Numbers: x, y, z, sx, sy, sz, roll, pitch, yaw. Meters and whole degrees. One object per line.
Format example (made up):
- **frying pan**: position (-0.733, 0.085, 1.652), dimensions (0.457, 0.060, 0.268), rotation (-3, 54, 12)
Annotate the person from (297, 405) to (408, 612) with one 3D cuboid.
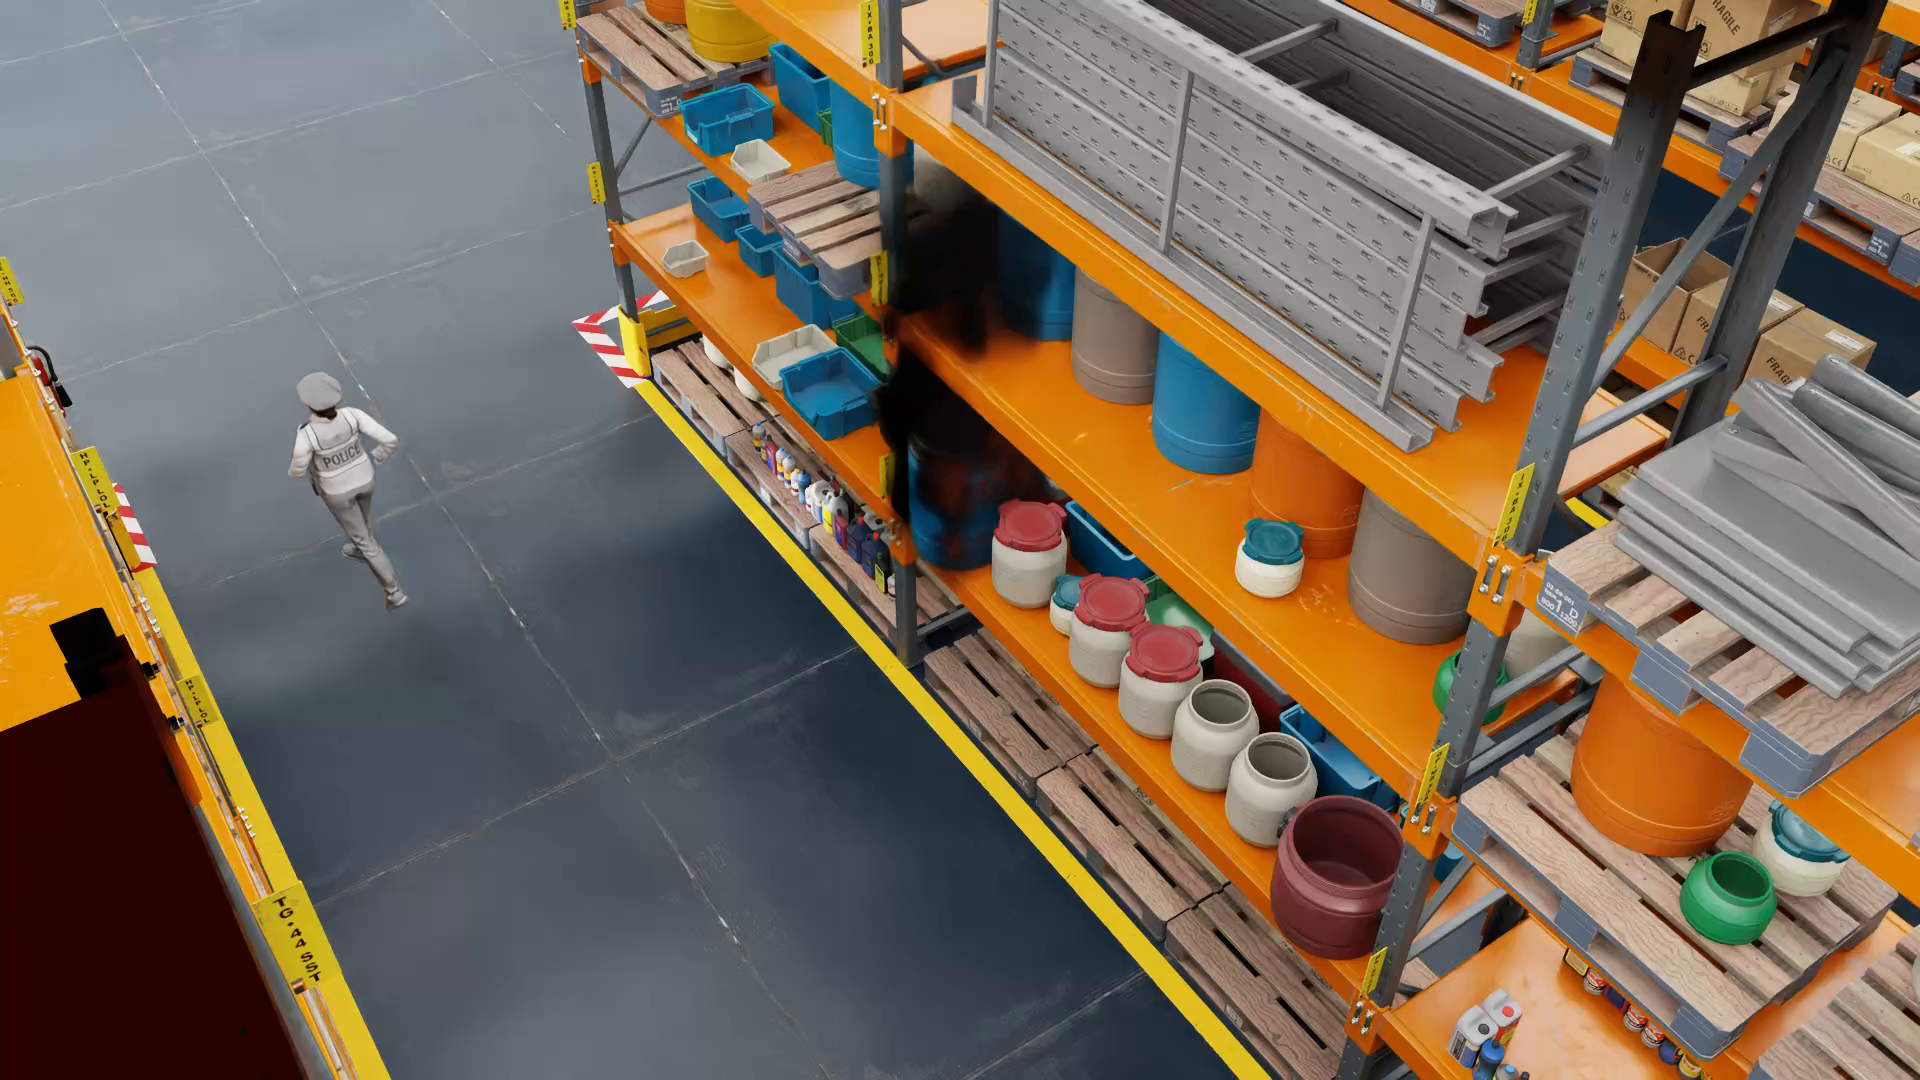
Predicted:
- **person**: position (-3.821, -0.336, 10.465), dimensions (0.874, 1.687, 0.474), rotation (30, 51, 29)
